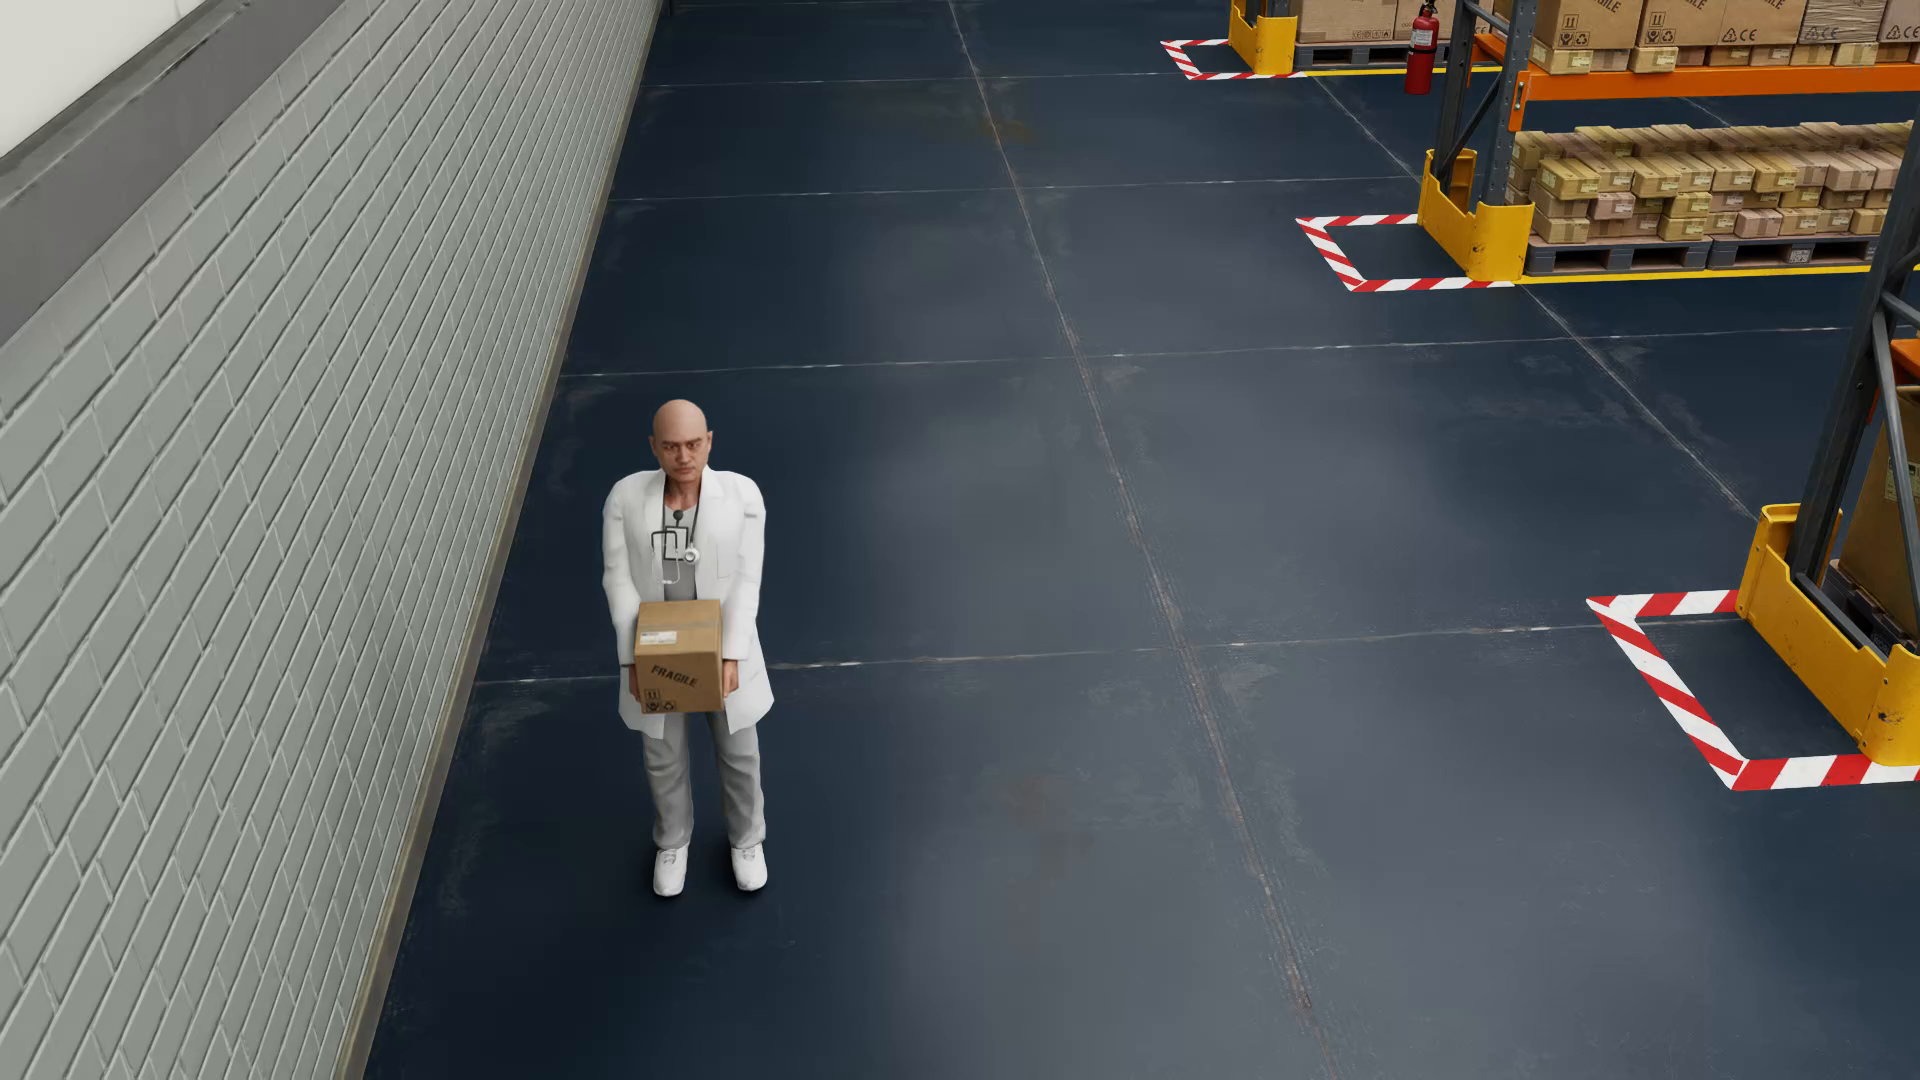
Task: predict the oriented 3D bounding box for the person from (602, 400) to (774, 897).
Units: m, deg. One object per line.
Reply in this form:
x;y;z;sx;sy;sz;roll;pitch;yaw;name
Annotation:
-0.874;0.426;5.435;0.531;1.770;0.555;-2;31;-4;person
